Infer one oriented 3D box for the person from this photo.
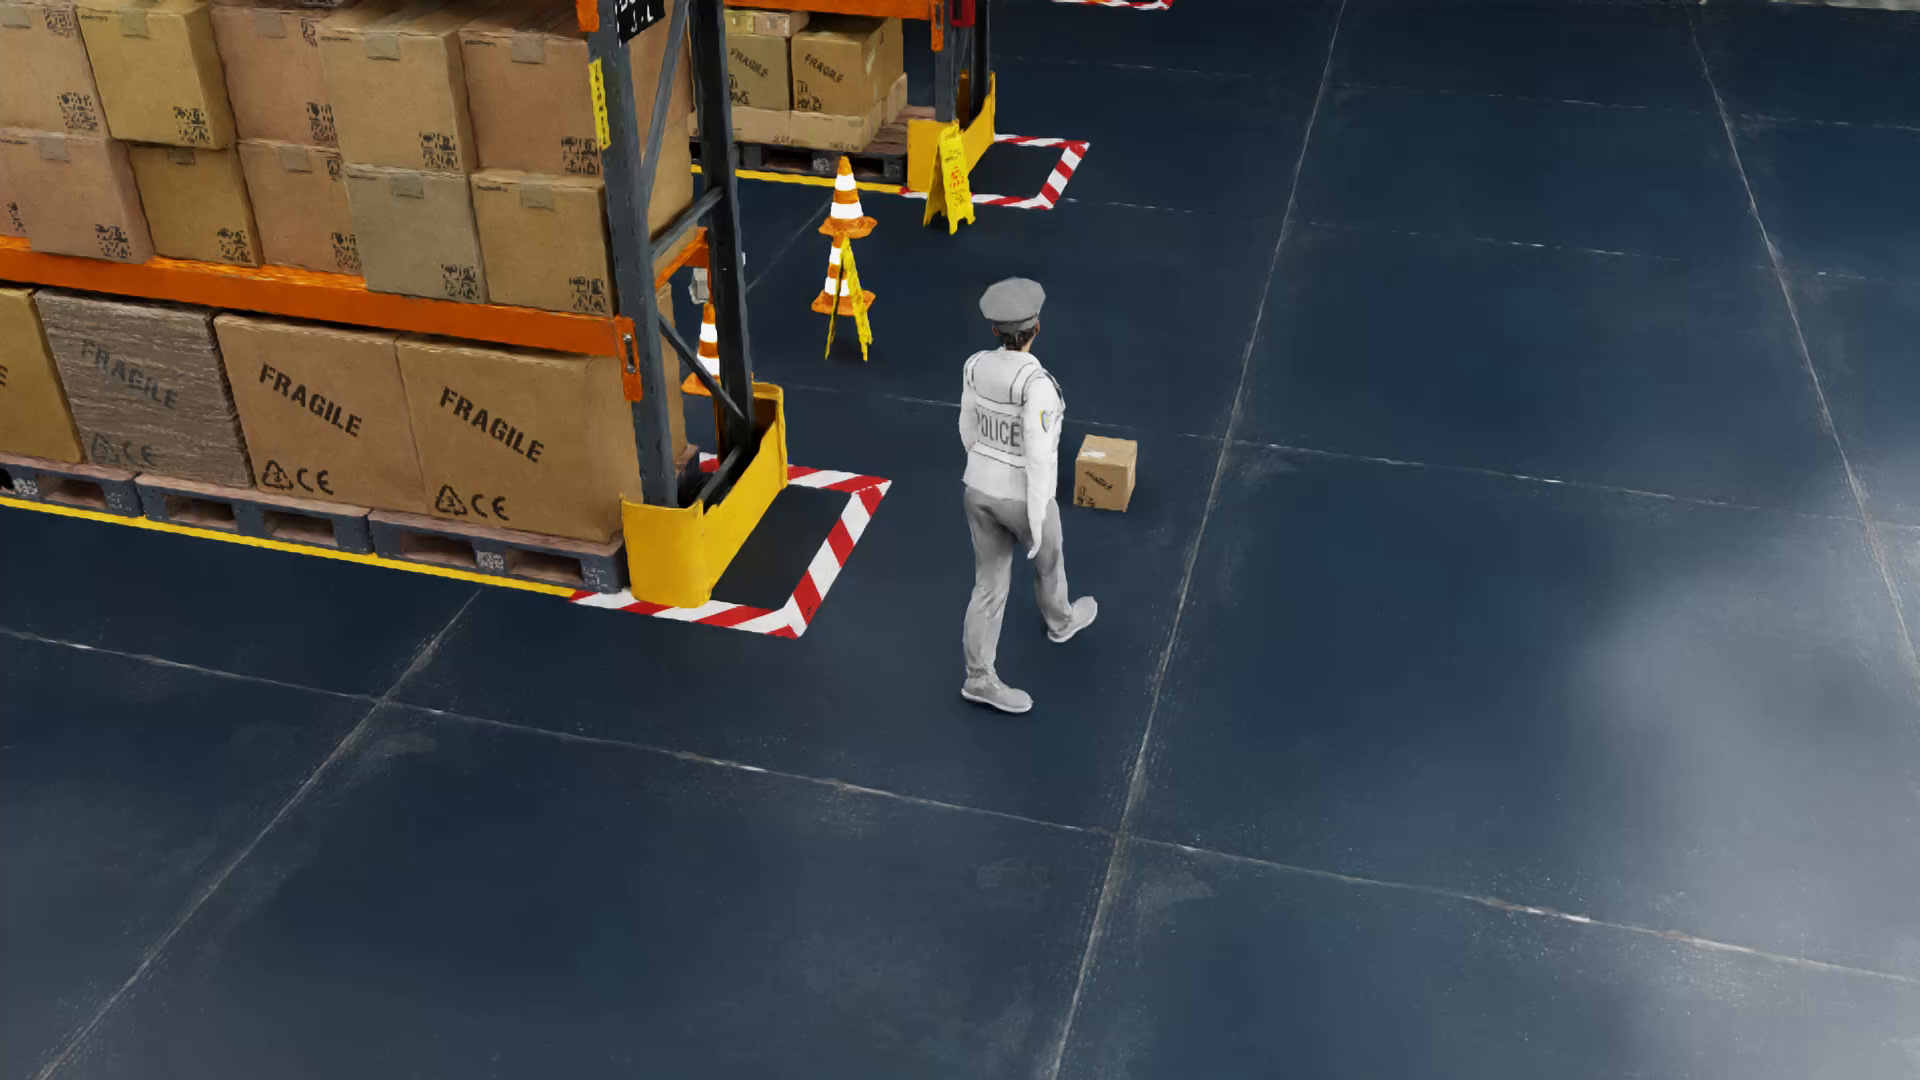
[{"bbox_3d":[0.259,-0.207,6.462,0.804,1.640,0.551,-28,42,-36],"label":"person"}]
